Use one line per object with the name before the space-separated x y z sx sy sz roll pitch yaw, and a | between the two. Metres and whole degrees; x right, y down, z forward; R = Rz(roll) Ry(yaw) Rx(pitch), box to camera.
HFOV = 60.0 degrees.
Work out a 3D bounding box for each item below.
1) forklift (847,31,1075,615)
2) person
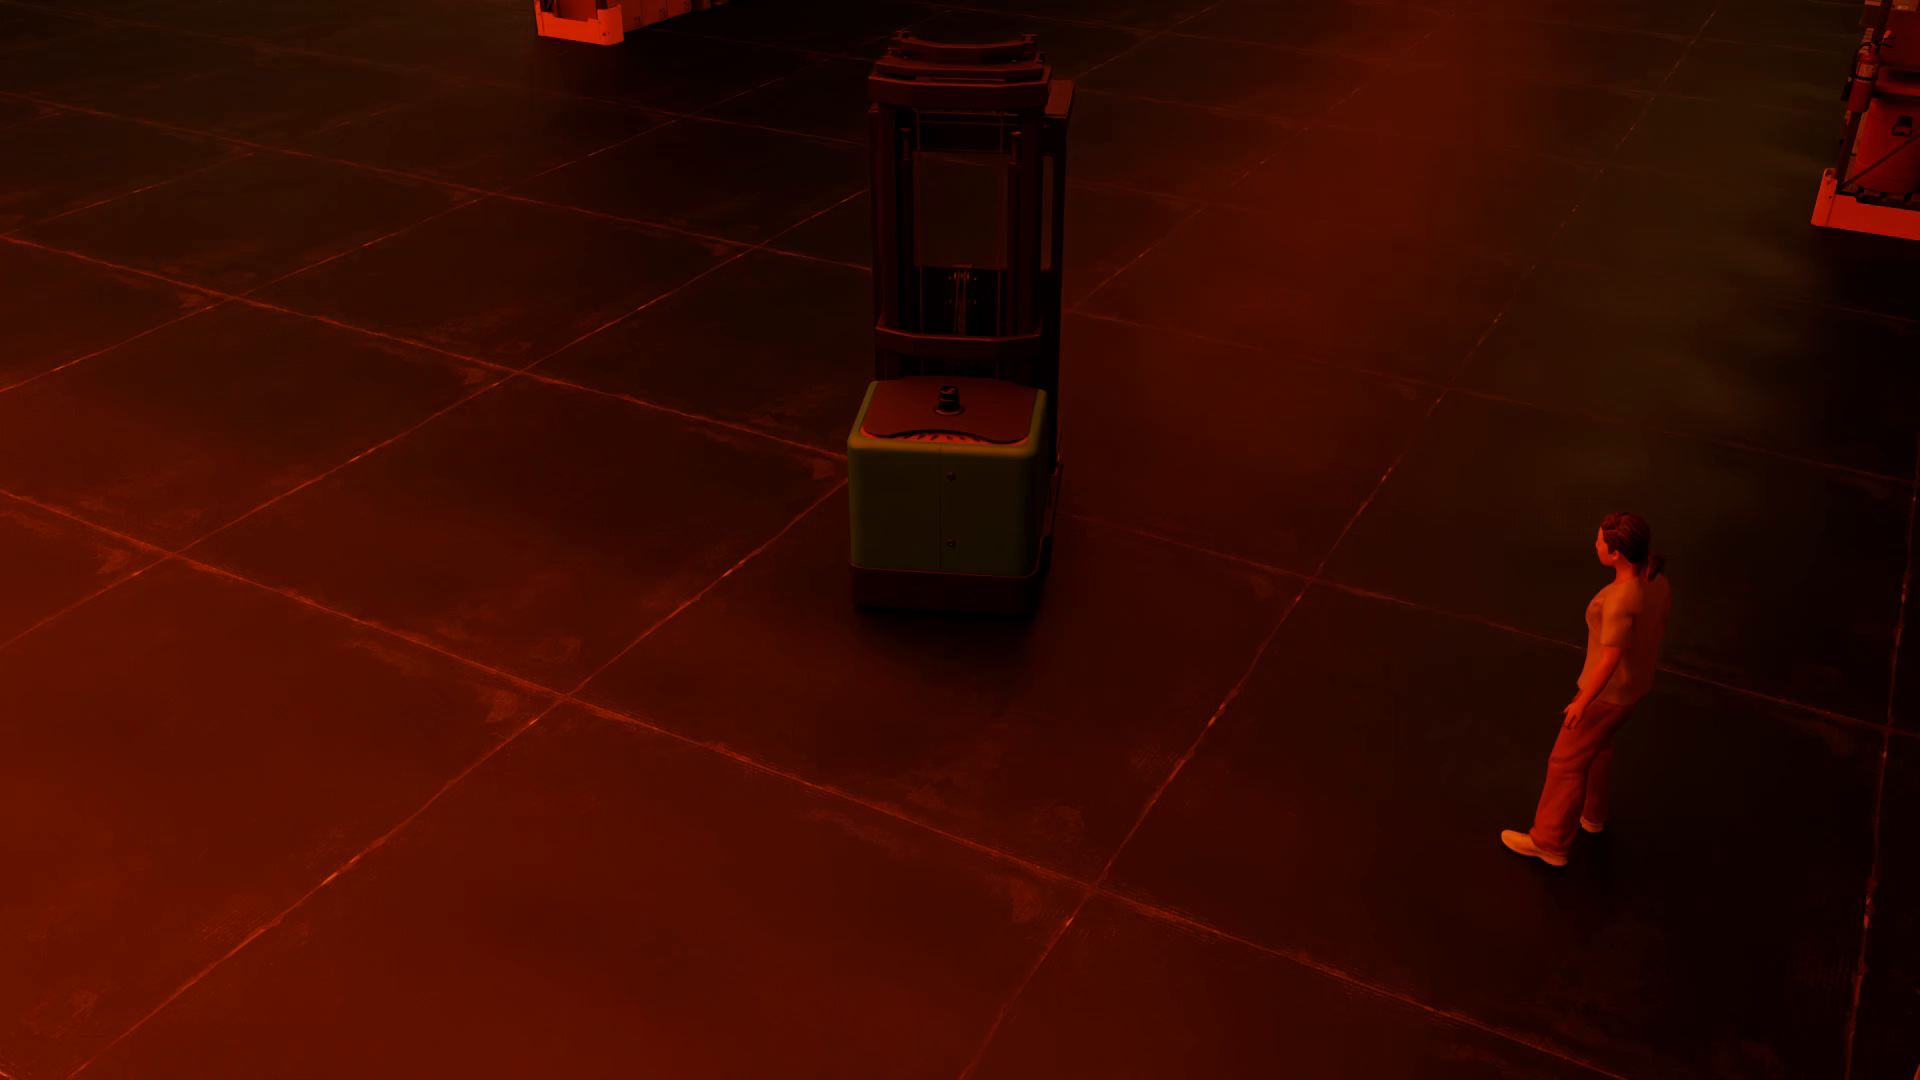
forklift | 0.072 -1.572 9.794 1.130 2.935 3.031 3 30 6
person | 2.791 0.628 7.247 0.591 1.671 0.373 -26 39 -37
